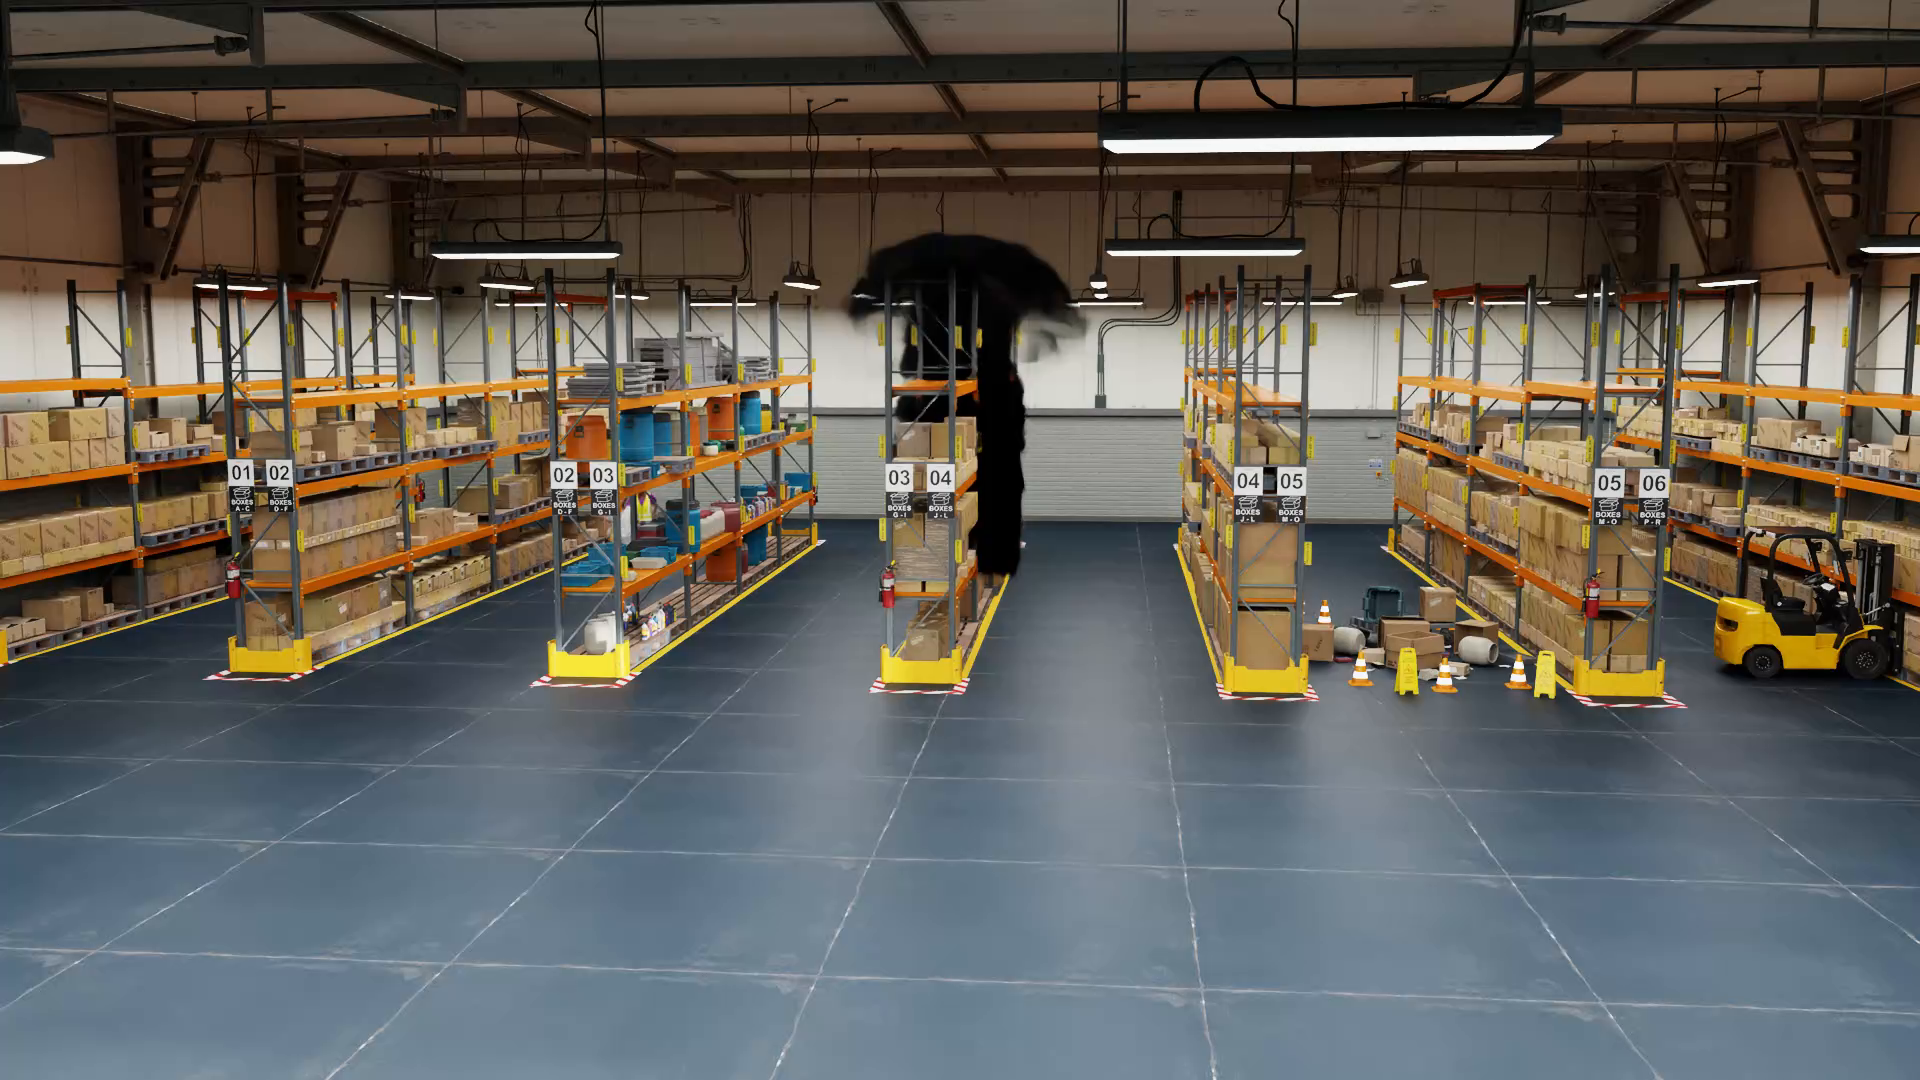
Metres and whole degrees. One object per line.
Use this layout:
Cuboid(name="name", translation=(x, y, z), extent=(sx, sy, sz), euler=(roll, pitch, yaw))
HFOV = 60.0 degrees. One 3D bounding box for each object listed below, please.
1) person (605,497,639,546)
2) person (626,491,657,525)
Cuboid(name="person", translation=(-6.536, -0.041, 32.052), extent=(0.678, 1.757, 0.571), euler=(0, 7, 2))
Cuboid(name="person", translation=(-7.128, -0.403, 37.254), extent=(0.710, 1.752, 1.001), euler=(-1, 7, -11))
